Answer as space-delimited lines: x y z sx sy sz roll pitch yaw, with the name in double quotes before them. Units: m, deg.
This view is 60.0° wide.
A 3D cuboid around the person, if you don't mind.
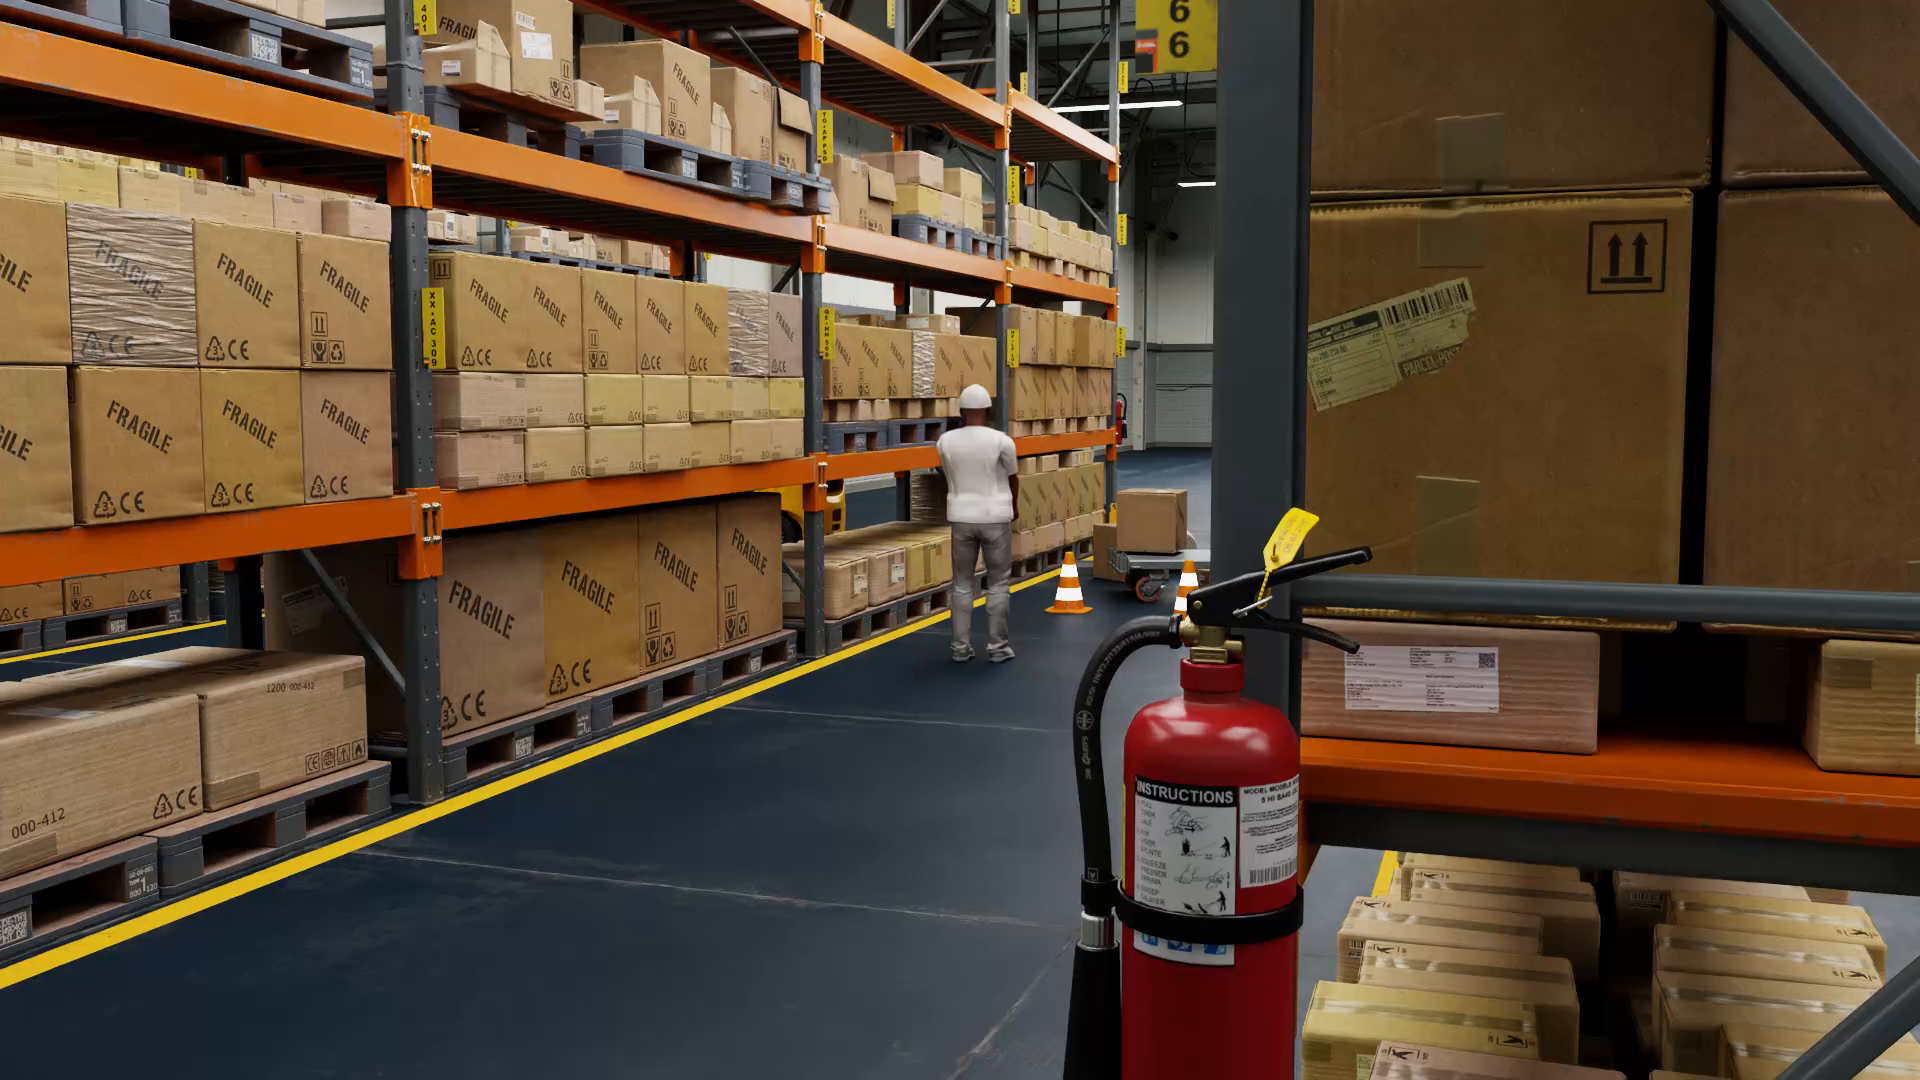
"person" 0.144 -0.113 10.646 0.504 1.761 0.578 2 5 17
